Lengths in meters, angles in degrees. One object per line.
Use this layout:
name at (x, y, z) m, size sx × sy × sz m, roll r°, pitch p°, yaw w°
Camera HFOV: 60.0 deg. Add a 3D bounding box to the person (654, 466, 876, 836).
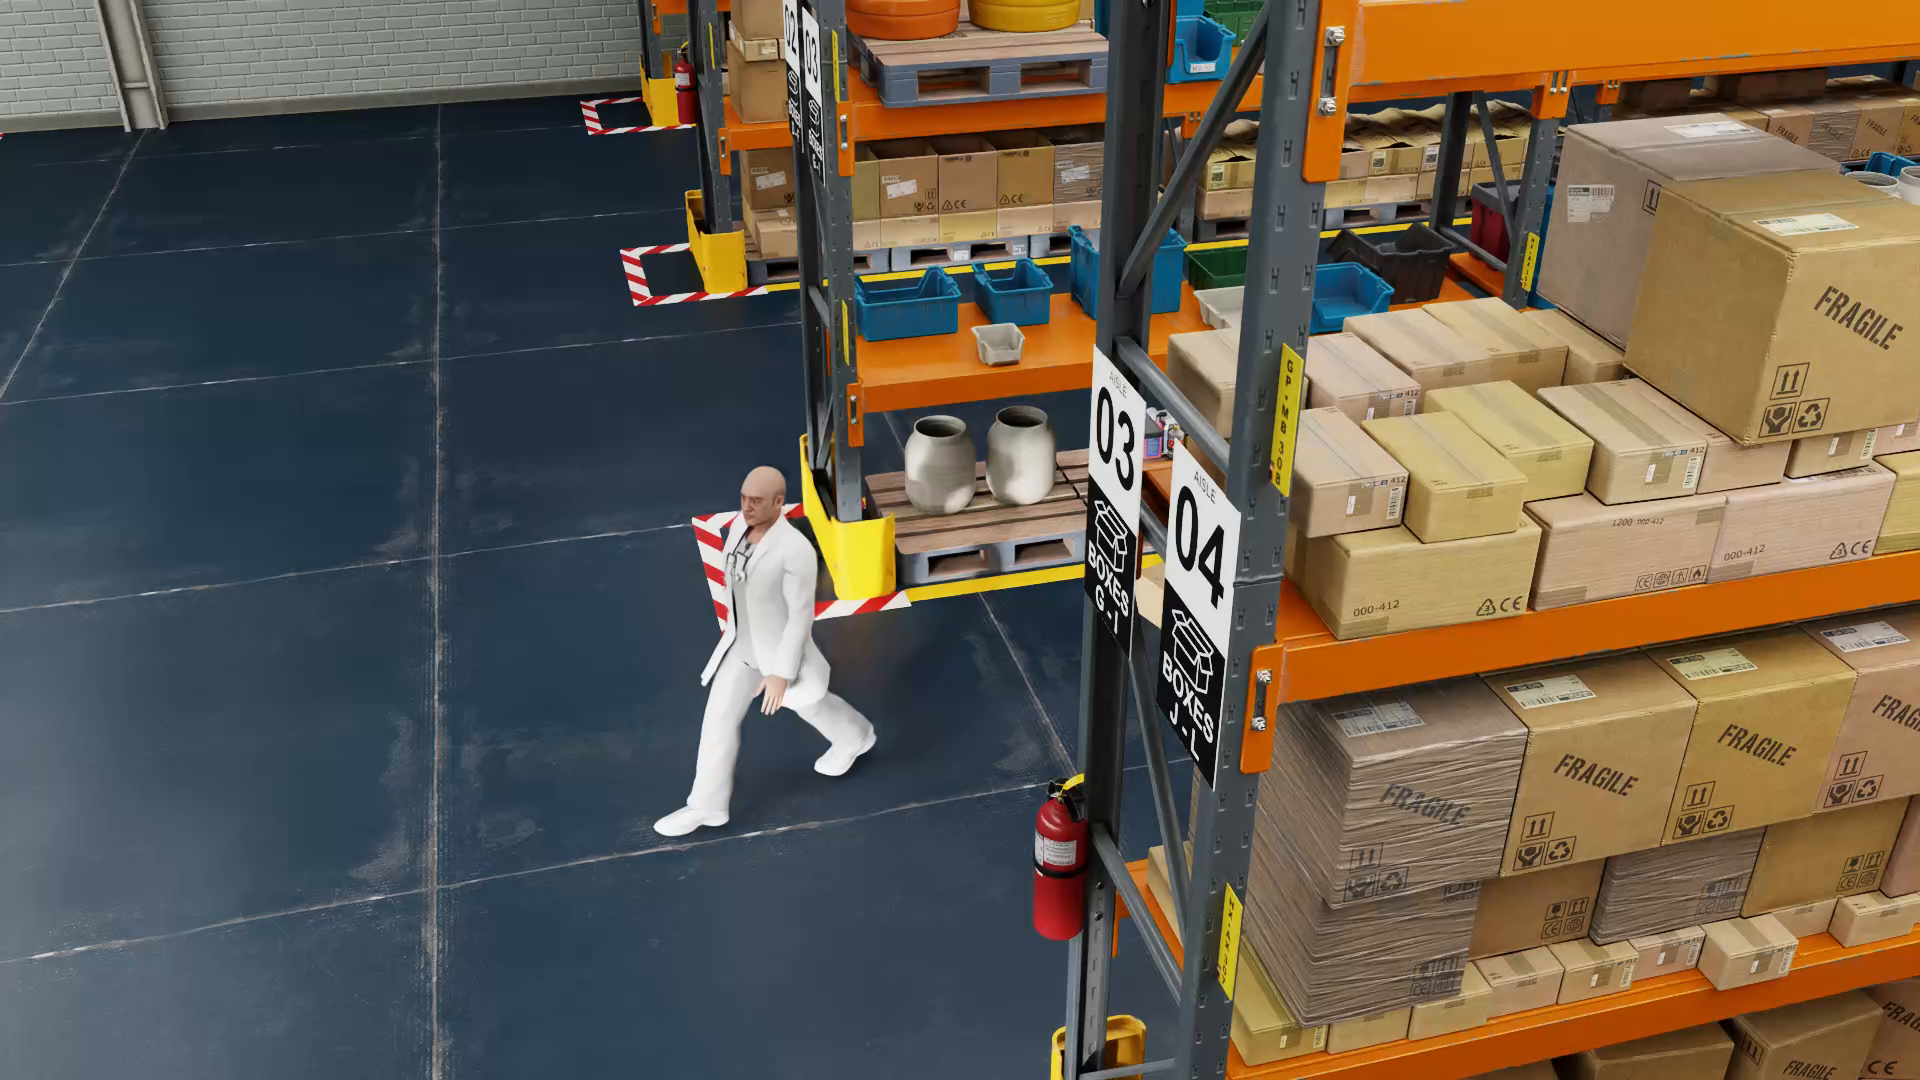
person at (-0.875, 0.479, 7.432) m, size 0.610 × 1.722 × 1.161 m, roll 23°, pitch 37°, yaw 34°
